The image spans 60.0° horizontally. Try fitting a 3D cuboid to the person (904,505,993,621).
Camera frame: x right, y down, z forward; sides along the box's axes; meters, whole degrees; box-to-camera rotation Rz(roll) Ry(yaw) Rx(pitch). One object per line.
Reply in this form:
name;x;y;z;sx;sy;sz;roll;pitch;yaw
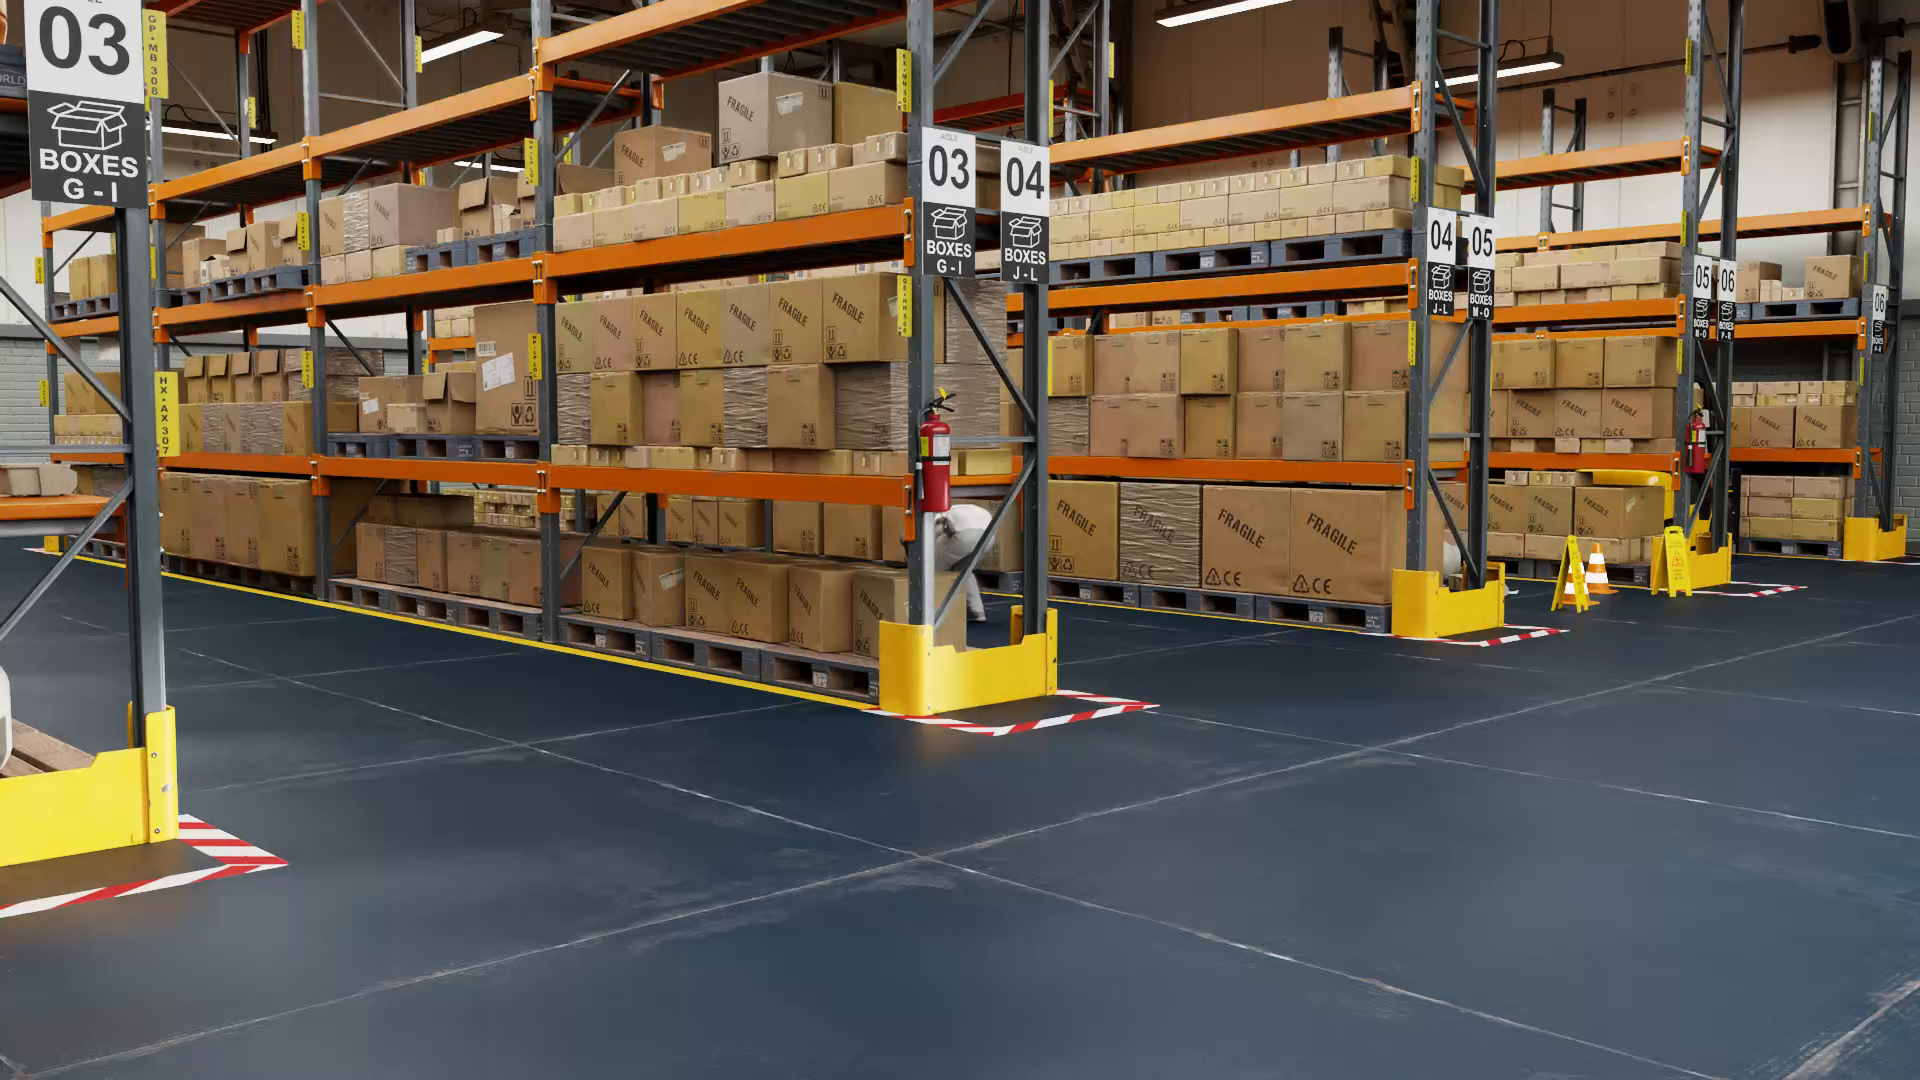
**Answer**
person;-0.129;0.186;13.470;0.923;0.953;0.453;4;6;43
